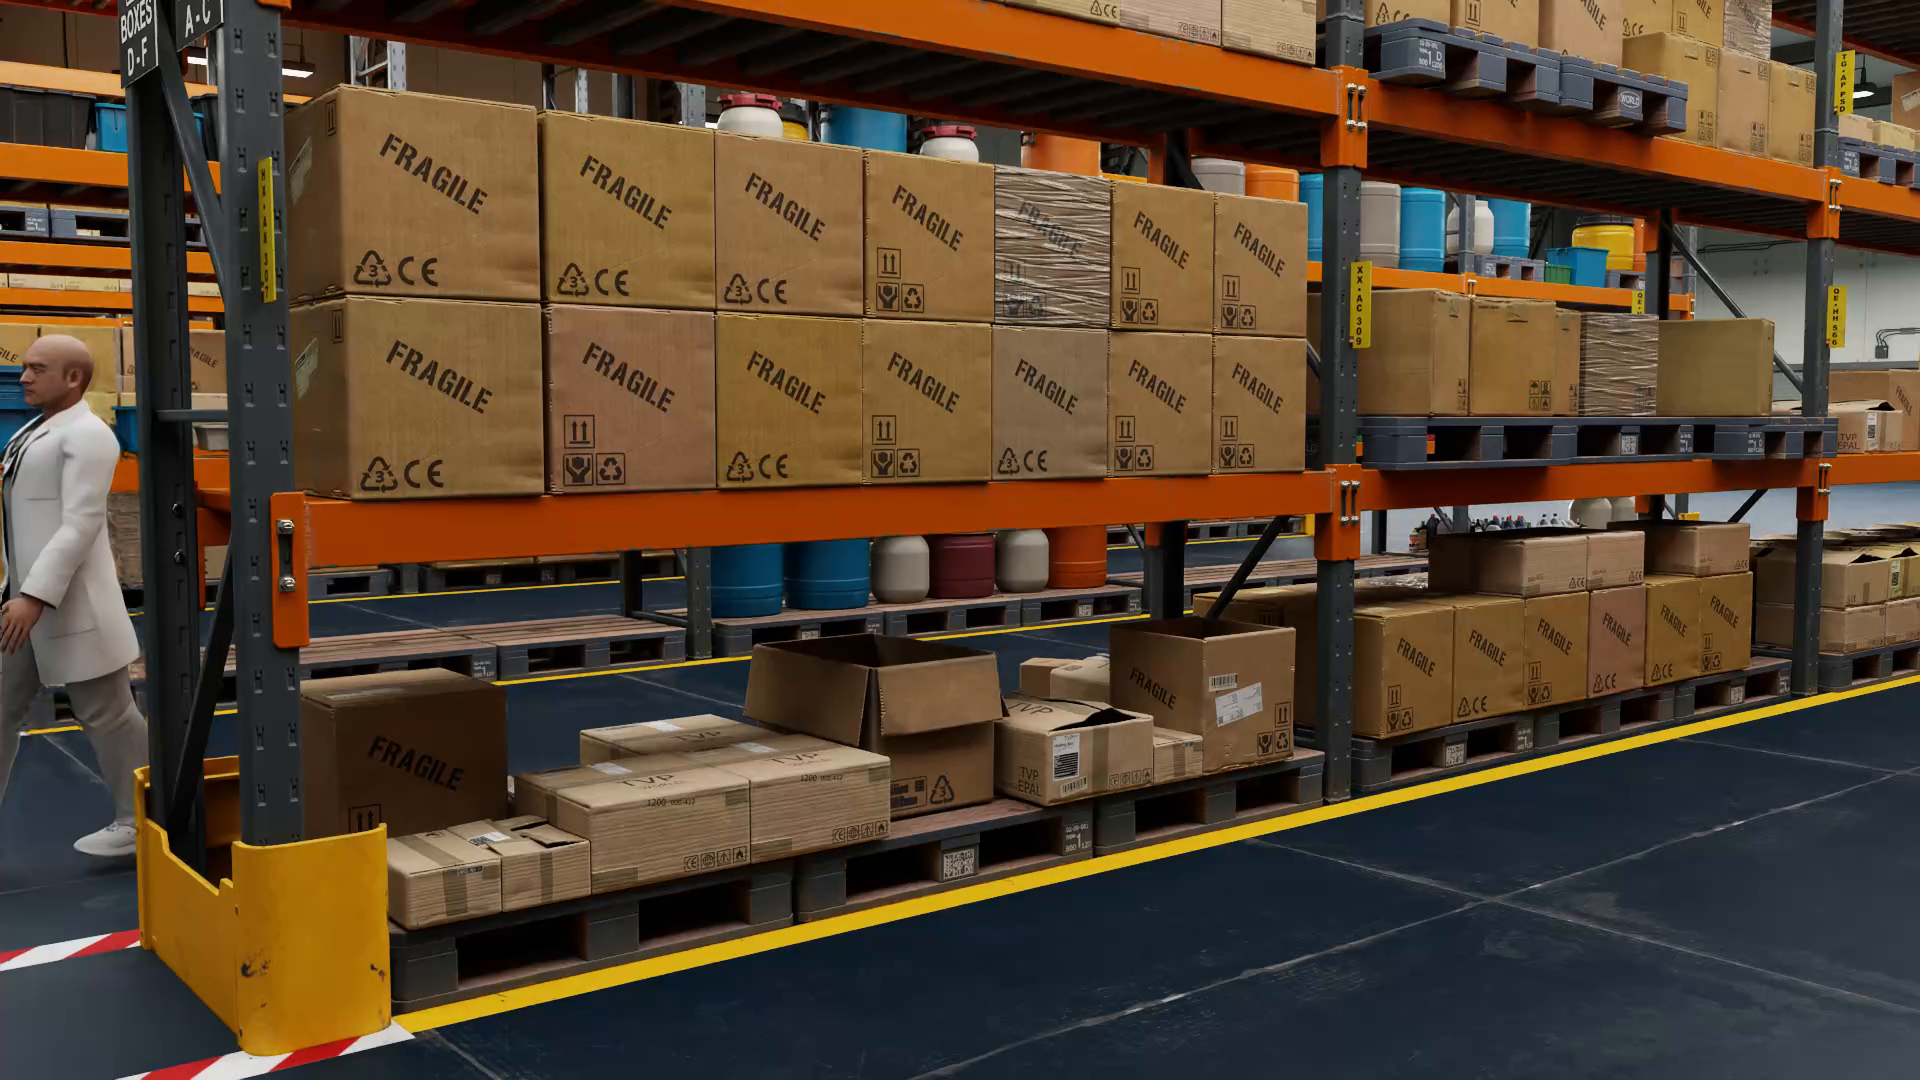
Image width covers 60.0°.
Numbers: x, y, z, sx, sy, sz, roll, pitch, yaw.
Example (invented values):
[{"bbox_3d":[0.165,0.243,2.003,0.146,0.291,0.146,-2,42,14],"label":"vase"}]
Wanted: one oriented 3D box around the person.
[{"bbox_3d":[-3.032,0.212,5.420,0.611,1.760,0.942,4,6,42],"label":"person"}]
